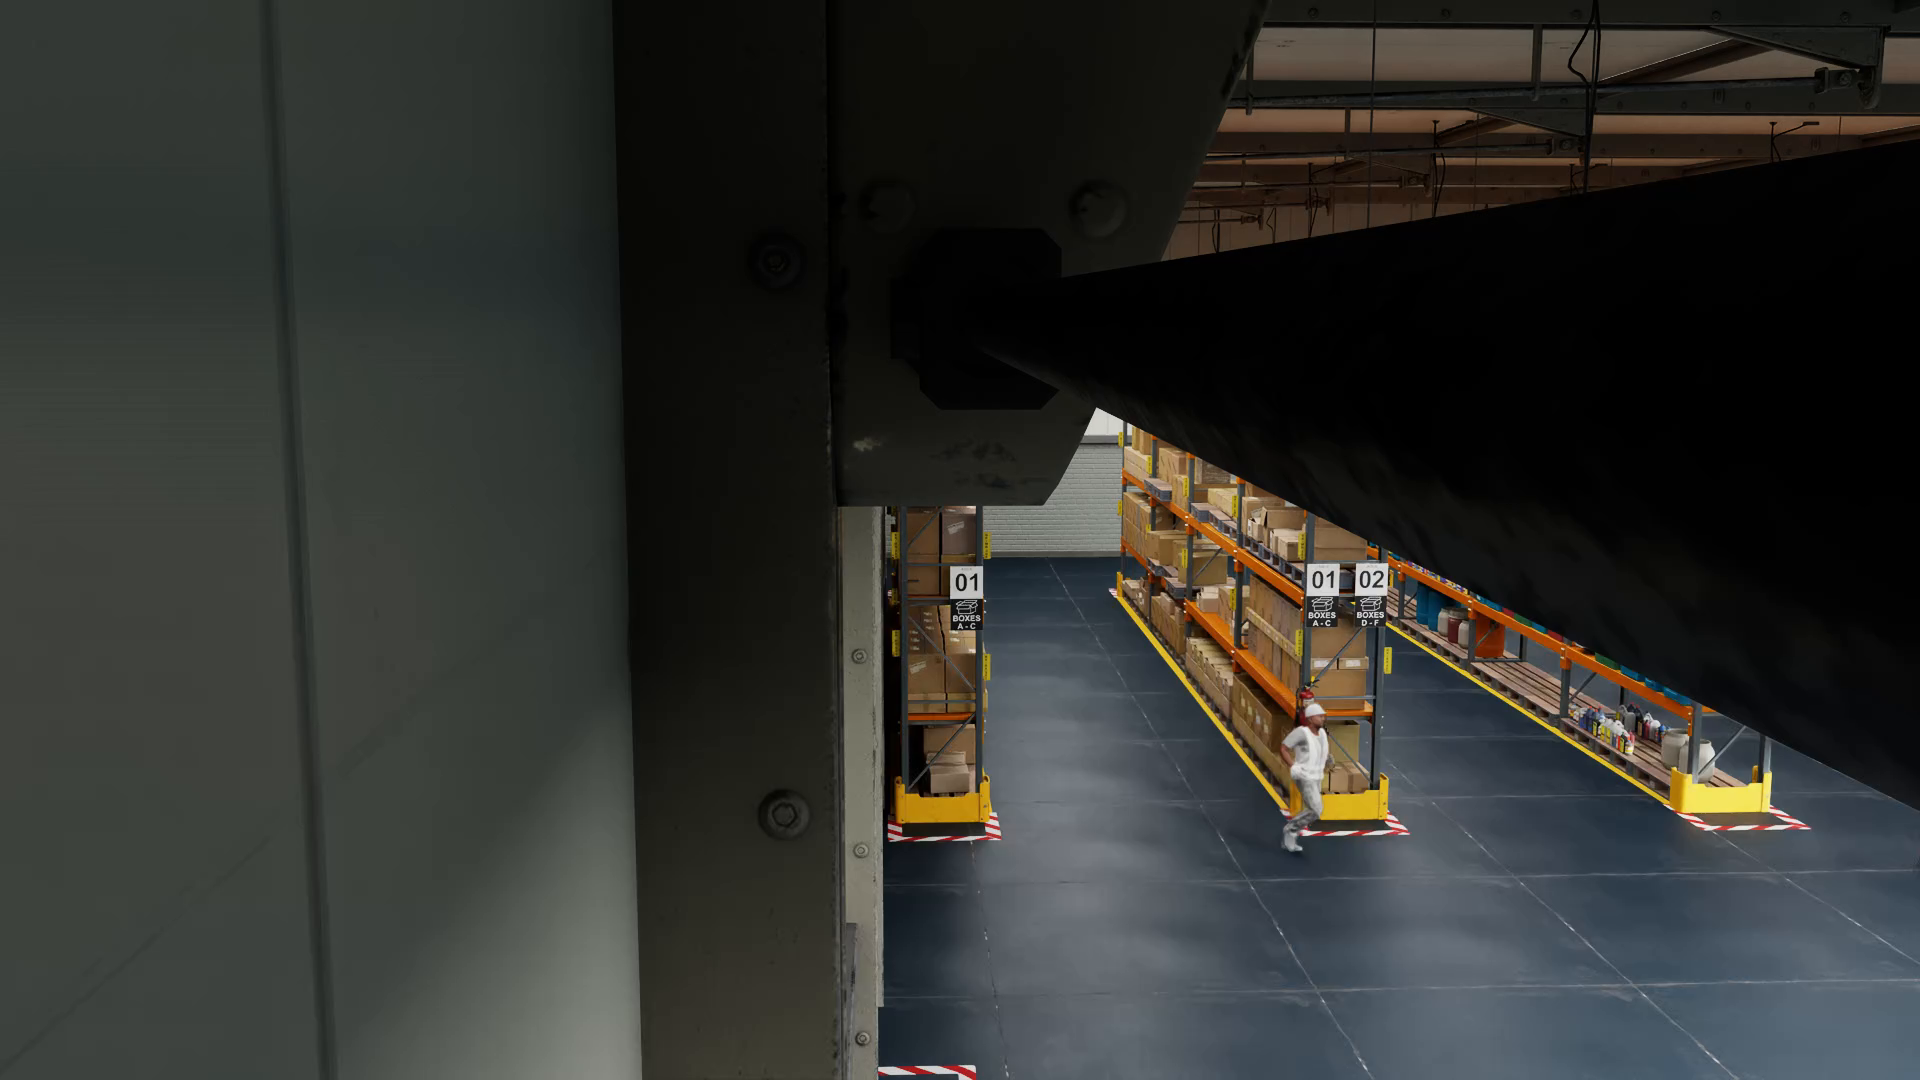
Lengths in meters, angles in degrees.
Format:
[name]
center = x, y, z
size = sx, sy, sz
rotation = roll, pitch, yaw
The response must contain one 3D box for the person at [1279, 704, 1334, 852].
[person]
center = 4.097, 2.773, 19.386
size = 0.531, 1.718, 0.697
rotation = 7, 11, 41
